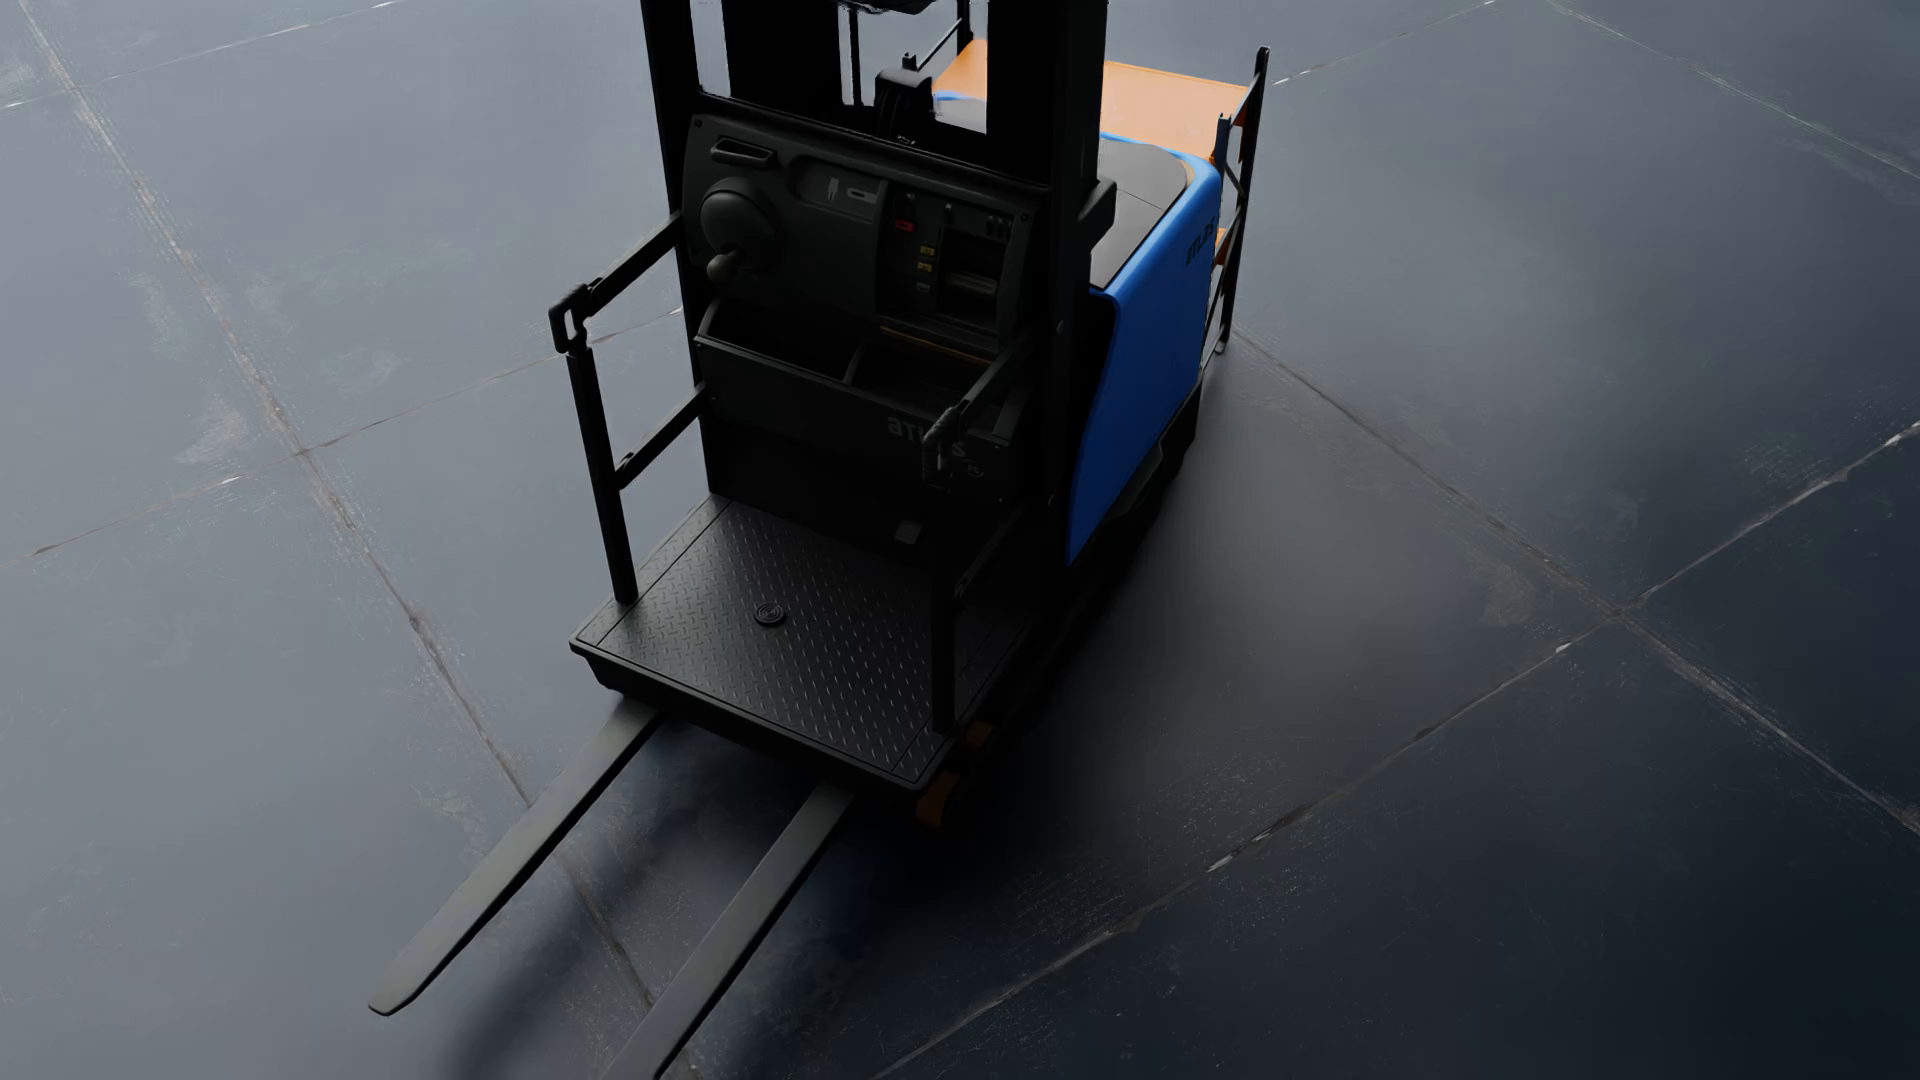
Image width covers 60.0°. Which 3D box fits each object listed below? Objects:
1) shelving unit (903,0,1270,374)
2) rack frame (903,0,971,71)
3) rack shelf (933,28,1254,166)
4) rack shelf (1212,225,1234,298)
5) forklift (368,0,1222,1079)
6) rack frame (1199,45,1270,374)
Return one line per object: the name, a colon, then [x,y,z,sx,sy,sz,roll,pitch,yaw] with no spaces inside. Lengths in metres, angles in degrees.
shelving unit: [0.399,-1.125,5.609,1.048,1.125,0.538,16,45,16]
rack frame: [-0.072,-1.257,5.748,0.032,1.125,0.500,16,45,16]
rack shelf: [0.400,-1.339,5.409,1.000,0.278,0.538,16,45,16]
rack shelf: [0.398,-0.947,5.777,1.000,0.278,0.538,16,45,16]
forklift: [-0.355,-0.647,3.805,1.130,2.935,3.031,20,47,20]
rack frame: [0.870,-0.993,5.471,0.032,1.125,0.500,16,45,16]
